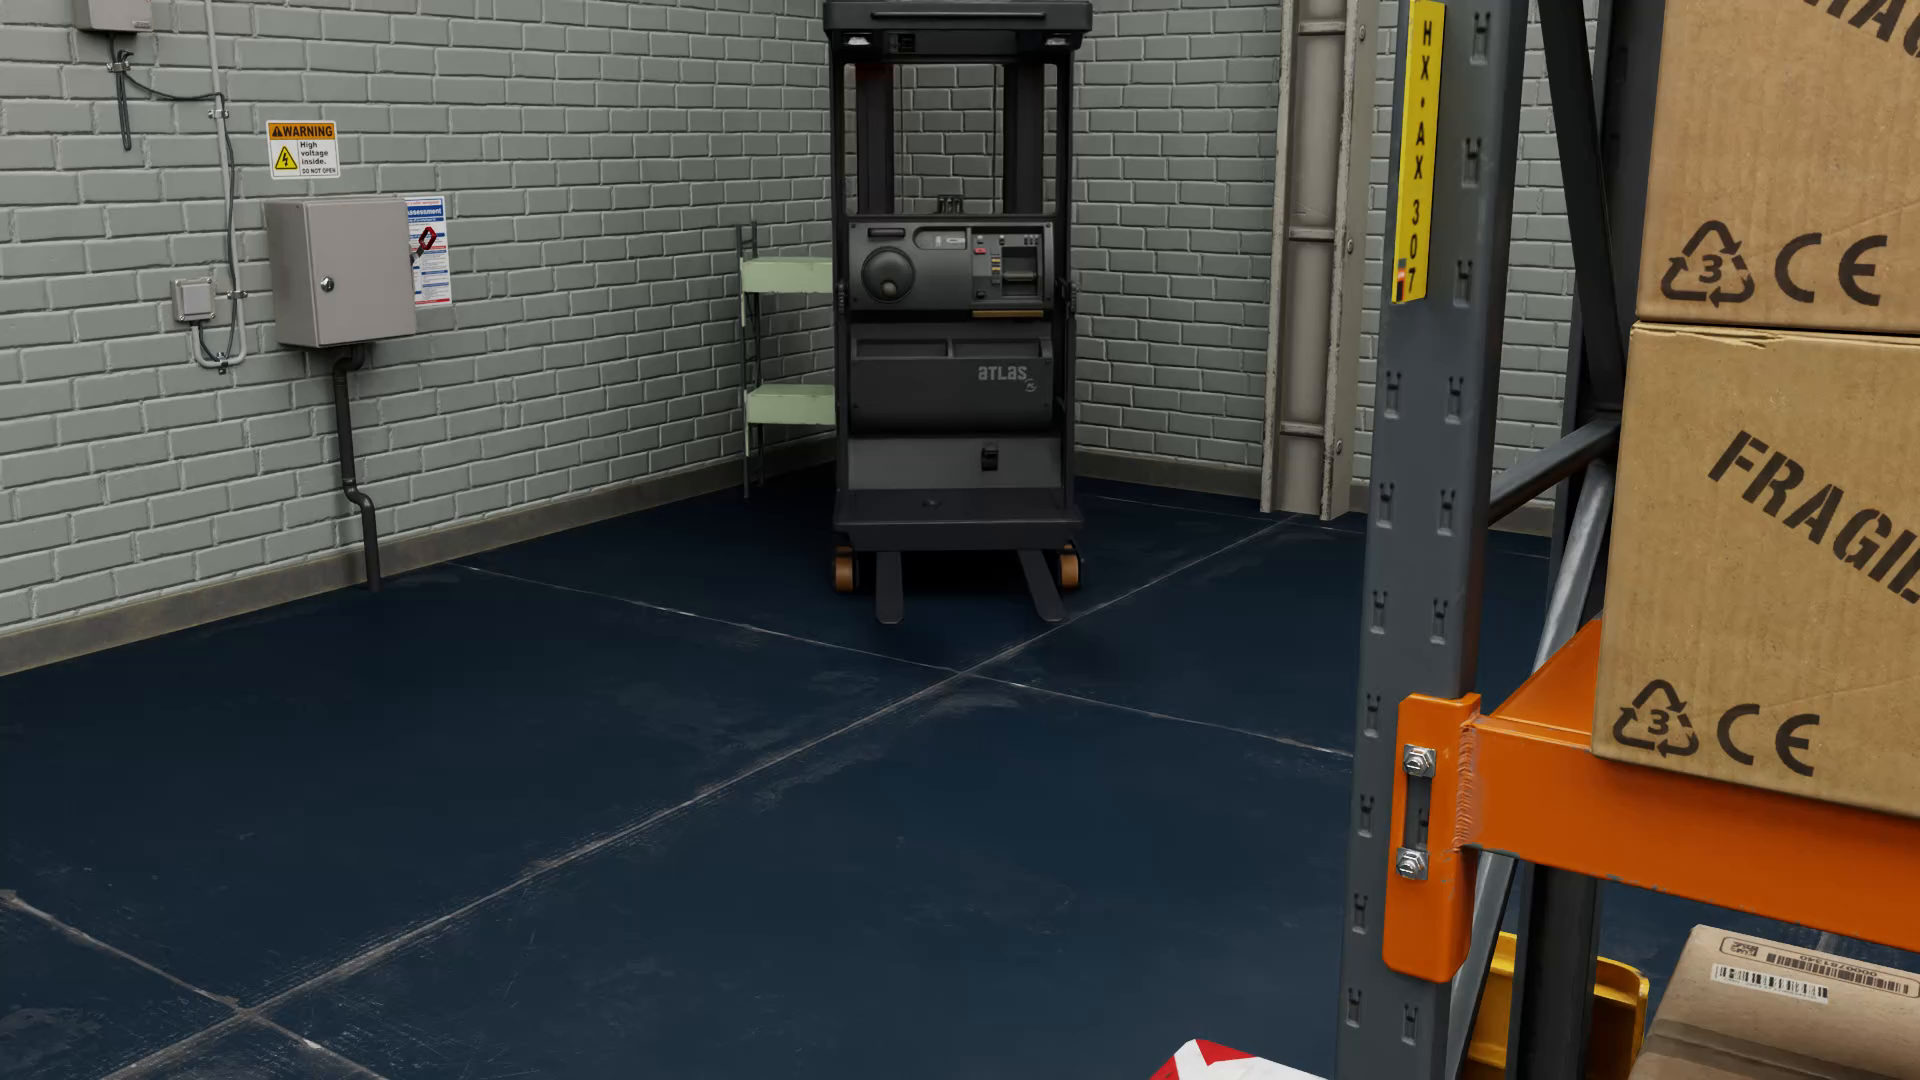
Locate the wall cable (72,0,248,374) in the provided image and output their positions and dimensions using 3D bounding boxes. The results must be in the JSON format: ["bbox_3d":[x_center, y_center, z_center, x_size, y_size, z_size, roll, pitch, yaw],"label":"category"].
[{"bbox_3d":[-3.083,-1.612,6.477,0.122,1.984,0.588,9,17,33],"label":"wall cable"}]

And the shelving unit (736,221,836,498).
[{"bbox_3d":[-0.803,-0.998,9.233,0.755,1.500,0.431,1,14,6],"label":"shelving unit"}]

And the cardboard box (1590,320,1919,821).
[{"bbox_3d":[1.065,-0.010,1.911,0.500,0.500,0.500,9,17,32],"label":"cardboard box"}]

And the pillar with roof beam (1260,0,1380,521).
[{"bbox_3d":[-0.543,-3.668,4.413,0.400,9.000,9.100,9,17,33],"label":"pillar with roof beam"}]

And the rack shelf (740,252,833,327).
[{"bbox_3d":[-0.803,-1.377,9.140,0.720,0.370,0.431,1,14,6],"label":"rack shelf"}]

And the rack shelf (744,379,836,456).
[{"bbox_3d":[-0.803,-0.682,9.312,0.720,0.370,0.431,1,14,6],"label":"rack shelf"}]

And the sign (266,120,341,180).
[{"bbox_3d":[-2.775,-1.651,7.032,0.001,0.242,0.339,9,17,33],"label":"sign"}]

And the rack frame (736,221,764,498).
[{"bbox_3d":[-1.167,-1.007,9.272,0.023,1.500,0.400,1,14,6],"label":"rack frame"}]

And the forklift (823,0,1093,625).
[{"bbox_3d":[-0.026,-1.265,7.335,1.130,2.935,3.031,-1,14,-3],"label":"forklift"}]

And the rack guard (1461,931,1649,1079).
[{"bbox_3d":[0.807,1.127,2.728,0.348,0.500,1.175,9,17,33],"label":"rack guard"}]

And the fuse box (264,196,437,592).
[{"bbox_3d":[-2.572,-0.608,7.219,0.414,1.711,0.539,9,17,33],"label":"fuse box"}]

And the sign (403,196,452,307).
[{"bbox_3d":[-2.468,-1.314,7.585,0.001,0.494,0.329,9,17,33],"label":"sign"}]

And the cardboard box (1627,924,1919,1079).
[{"bbox_3d":[1.430,1.026,2.395,0.875,0.438,0.875,9,16,31],"label":"cardboard box"}]

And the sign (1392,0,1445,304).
[{"bbox_3d":[0.512,-0.431,1.857,0.005,0.325,0.100,9,17,33],"label":"sign"}]

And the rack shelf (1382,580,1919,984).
[{"bbox_3d":[2.486,0.535,1.418,4.000,0.370,1.077,9,17,33],"label":"rack shelf"}]

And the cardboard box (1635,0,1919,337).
[{"bbox_3d":[1.066,-0.495,1.793,0.500,0.500,0.500,9,16,32],"label":"cardboard box"}]
